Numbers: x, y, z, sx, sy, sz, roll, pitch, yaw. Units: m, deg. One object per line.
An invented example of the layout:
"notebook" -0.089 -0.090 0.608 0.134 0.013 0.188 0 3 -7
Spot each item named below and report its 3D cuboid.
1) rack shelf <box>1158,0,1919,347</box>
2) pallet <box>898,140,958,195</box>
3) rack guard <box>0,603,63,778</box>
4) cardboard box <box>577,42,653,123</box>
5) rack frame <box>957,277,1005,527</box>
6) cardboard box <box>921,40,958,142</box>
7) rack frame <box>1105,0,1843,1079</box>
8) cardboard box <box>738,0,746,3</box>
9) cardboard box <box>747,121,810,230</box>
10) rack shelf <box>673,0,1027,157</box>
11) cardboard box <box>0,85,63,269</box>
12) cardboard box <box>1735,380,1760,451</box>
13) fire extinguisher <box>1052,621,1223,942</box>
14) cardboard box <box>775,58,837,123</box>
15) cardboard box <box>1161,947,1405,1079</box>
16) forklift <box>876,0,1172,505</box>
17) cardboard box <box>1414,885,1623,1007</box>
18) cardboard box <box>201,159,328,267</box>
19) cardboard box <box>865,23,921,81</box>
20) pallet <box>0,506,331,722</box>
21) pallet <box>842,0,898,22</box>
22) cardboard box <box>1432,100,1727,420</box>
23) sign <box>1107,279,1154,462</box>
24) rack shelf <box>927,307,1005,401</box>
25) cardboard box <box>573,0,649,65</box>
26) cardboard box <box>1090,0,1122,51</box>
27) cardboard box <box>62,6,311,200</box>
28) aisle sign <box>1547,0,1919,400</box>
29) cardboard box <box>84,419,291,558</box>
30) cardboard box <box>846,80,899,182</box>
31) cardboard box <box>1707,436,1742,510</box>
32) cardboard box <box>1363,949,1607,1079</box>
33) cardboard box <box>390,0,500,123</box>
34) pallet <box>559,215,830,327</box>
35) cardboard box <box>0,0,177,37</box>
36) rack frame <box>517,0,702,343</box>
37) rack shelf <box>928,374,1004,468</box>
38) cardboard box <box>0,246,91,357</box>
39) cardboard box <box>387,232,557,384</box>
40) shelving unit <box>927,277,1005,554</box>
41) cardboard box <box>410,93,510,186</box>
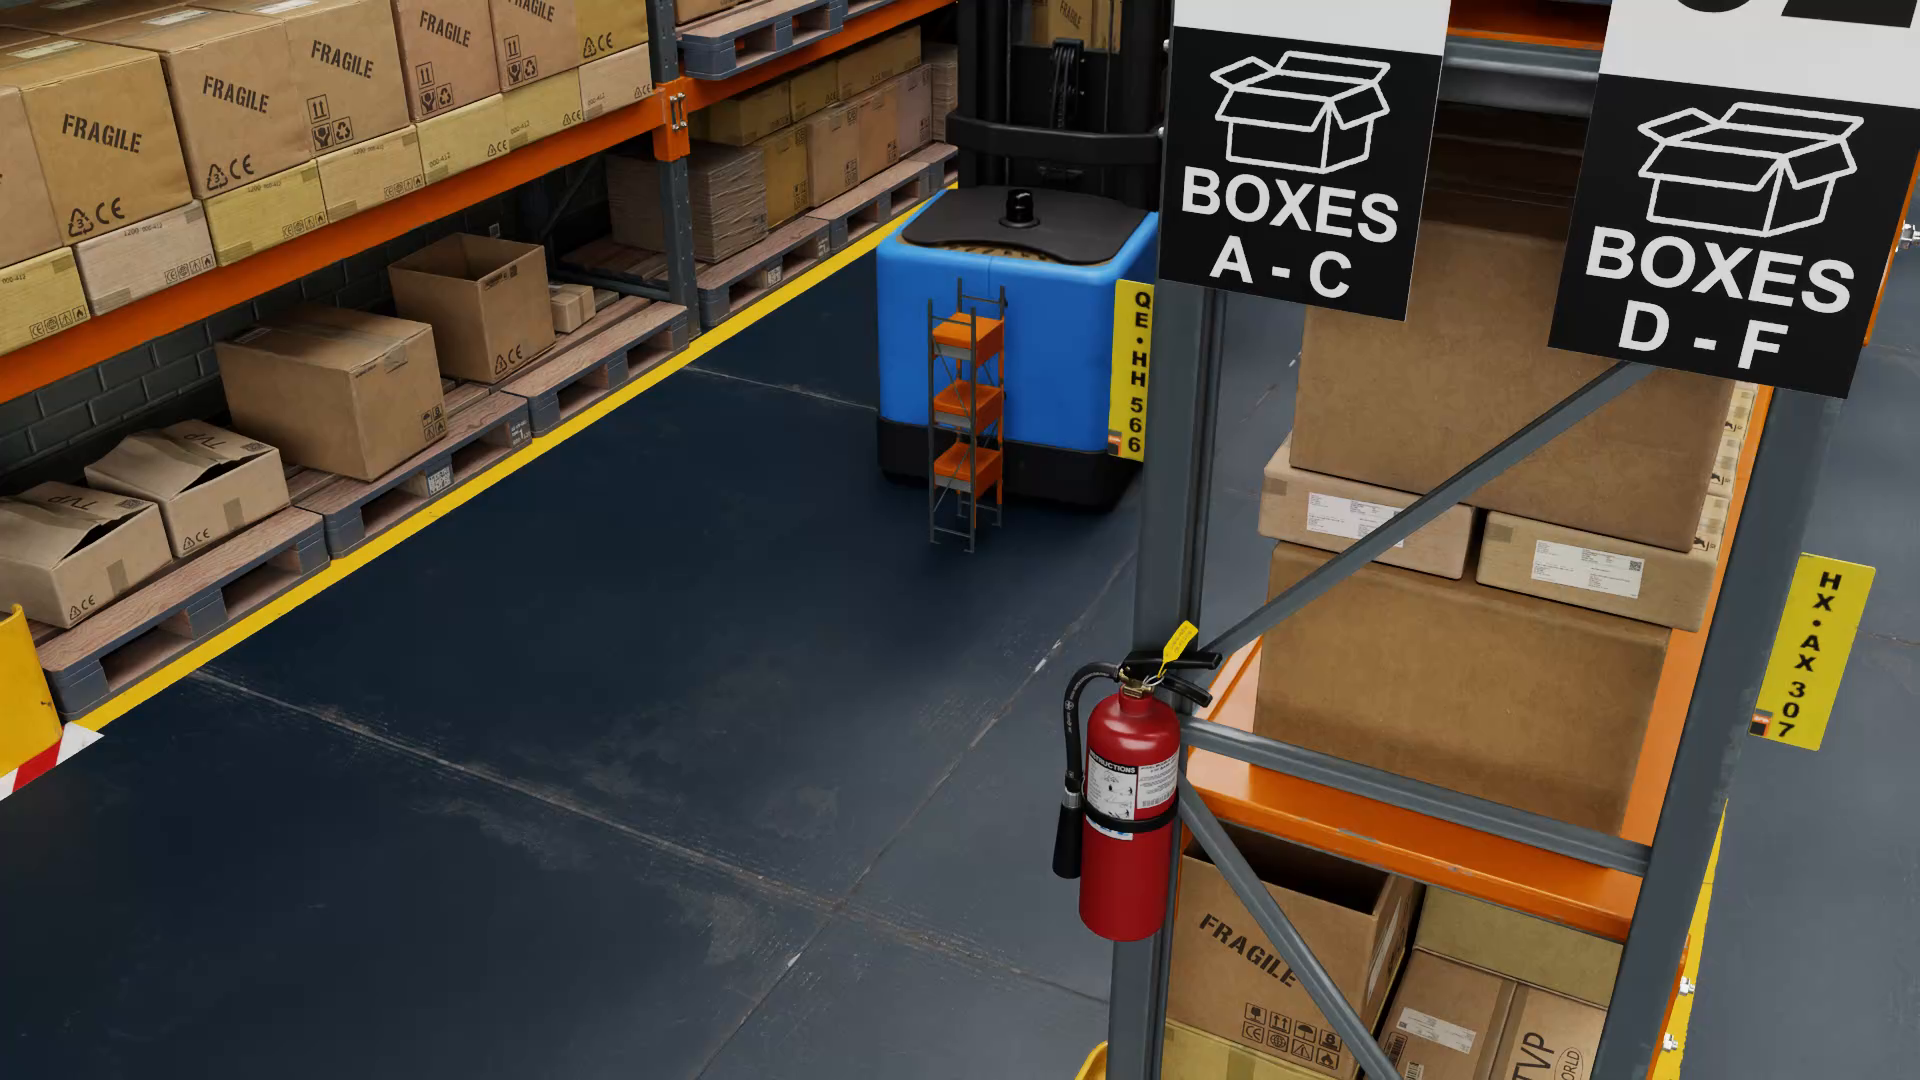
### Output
"rack shelf" 1.693 -1.423 3.927 1.077 0.370 4.000 14 33 23
"pallet" -0.343 -2.661 11.172 1.003 0.211 1.213 14 33 23
"rack guard" -3.595 0.380 5.586 1.175 0.500 0.348 14 33 23
"cardboard box" -1.754 -2.108 7.540 0.500 0.250 0.500 14 33 23
"rack frame" 0.080 -0.533 6.624 0.200 1.050 0.008 14 33 23
"cardboard box" -0.267 -2.992 11.017 0.700 0.500 0.500 15 33 24
"rack frame" 0.779 0.451 2.952 0.949 2.616 0.053 14 33 23
"cardboard box" -1.284 -3.141 8.666 0.700 0.500 0.500 18 34 28
"cardboard box" -1.296 -2.121 9.499 0.700 0.500 0.500 14 33 22
"rack shelf" -0.897 -3.018 9.716 1.077 0.370 4.000 14 33 23
"cardboard box" -3.145 -1.082 5.000 0.500 0.500 0.500 14 33 23
"cardboard box" 1.502 -0.337 3.573 0.380 0.149 0.250 14 33 23
"fire extinguisher" 0.314 0.433 3.062 0.296 0.674 0.183 14 33 23
"cardboard box" -1.056 -2.633 9.638 0.500 0.250 0.500 13 32 22
"cardboard box" 0.763 1.158 4.061 0.500 0.250 0.500 14 33 23
"forklift" 0.617 -2.136 7.527 1.130 2.935 3.031 10 31 17
"cardboard box" 1.450 0.728 4.057 0.500 0.500 0.500 14 33 23
"cardboard box" -2.664 -1.216 5.986 0.500 0.250 0.500 14 33 23
"cardboard box" -0.583 -3.079 10.415 0.500 0.250 0.500 15 33 24
"pallet" -3.194 0.153 6.271 1.003 0.211 1.213 14 33 23
"pallet" -0.851 -3.246 9.584 1.003 0.211 1.213 14 33 23
"cardboard box" 1.265 -0.616 3.407 0.700 0.500 0.500 13 32 22
"sign" 0.305 -0.282 2.828 0.100 0.325 0.005 14 33 23
"rack shelf" 0.024 -0.716 6.394 0.215 0.259 0.240 14 33 23
"cardboard box" -1.748 -2.432 7.351 0.500 0.500 0.500 14 33 23
"cardboard box" 0.871 -4.150 12.701 0.750 0.750 0.750 14 33 23
"cardboard box" -2.670 -1.527 5.774 0.500 0.500 0.500 13 32 22
"aisle sign" 1.024 -0.577 2.131 0.394 0.787 0.004 14 33 23
"cardboard box" -2.975 -0.234 6.403 0.500 0.311 0.500 17 34 27
"cardboard box" -0.806 -2.564 10.270 0.700 0.500 0.500 14 33 23
"cardboard box" 1.270 -0.115 3.187 0.380 0.149 0.250 13 32 22
"cardboard box" 1.224 1.275 3.857 0.500 0.250 0.500 14 33 23
"cardboard box" -2.209 -1.989 6.579 0.500 0.500 0.500 13 32 22
"pallet" -1.454 -1.580 9.289 1.003 0.211 1.213 14 33 23
"cardboard box" -3.135 -1.647 5.984 0.500 0.500 0.500 13 32 22
"rack frame" -1.808 -2.443 7.993 1.000 3.000 0.127 14 33 23
"rack shelf" 0.024 -0.470 6.535 0.215 0.259 0.240 14 33 23
"cardboard box" -3.125 -0.758 5.188 0.500 0.250 0.500 13 32 22
"cardboard box" -2.245 -1.081 7.688 0.500 0.500 0.500 12 32 20
"shelving unit" 0.024 -0.479 6.530 0.215 1.050 0.252 14 33 23
"cardboard box" -2.203 -1.663 6.764 0.500 0.250 0.500 14 33 23
